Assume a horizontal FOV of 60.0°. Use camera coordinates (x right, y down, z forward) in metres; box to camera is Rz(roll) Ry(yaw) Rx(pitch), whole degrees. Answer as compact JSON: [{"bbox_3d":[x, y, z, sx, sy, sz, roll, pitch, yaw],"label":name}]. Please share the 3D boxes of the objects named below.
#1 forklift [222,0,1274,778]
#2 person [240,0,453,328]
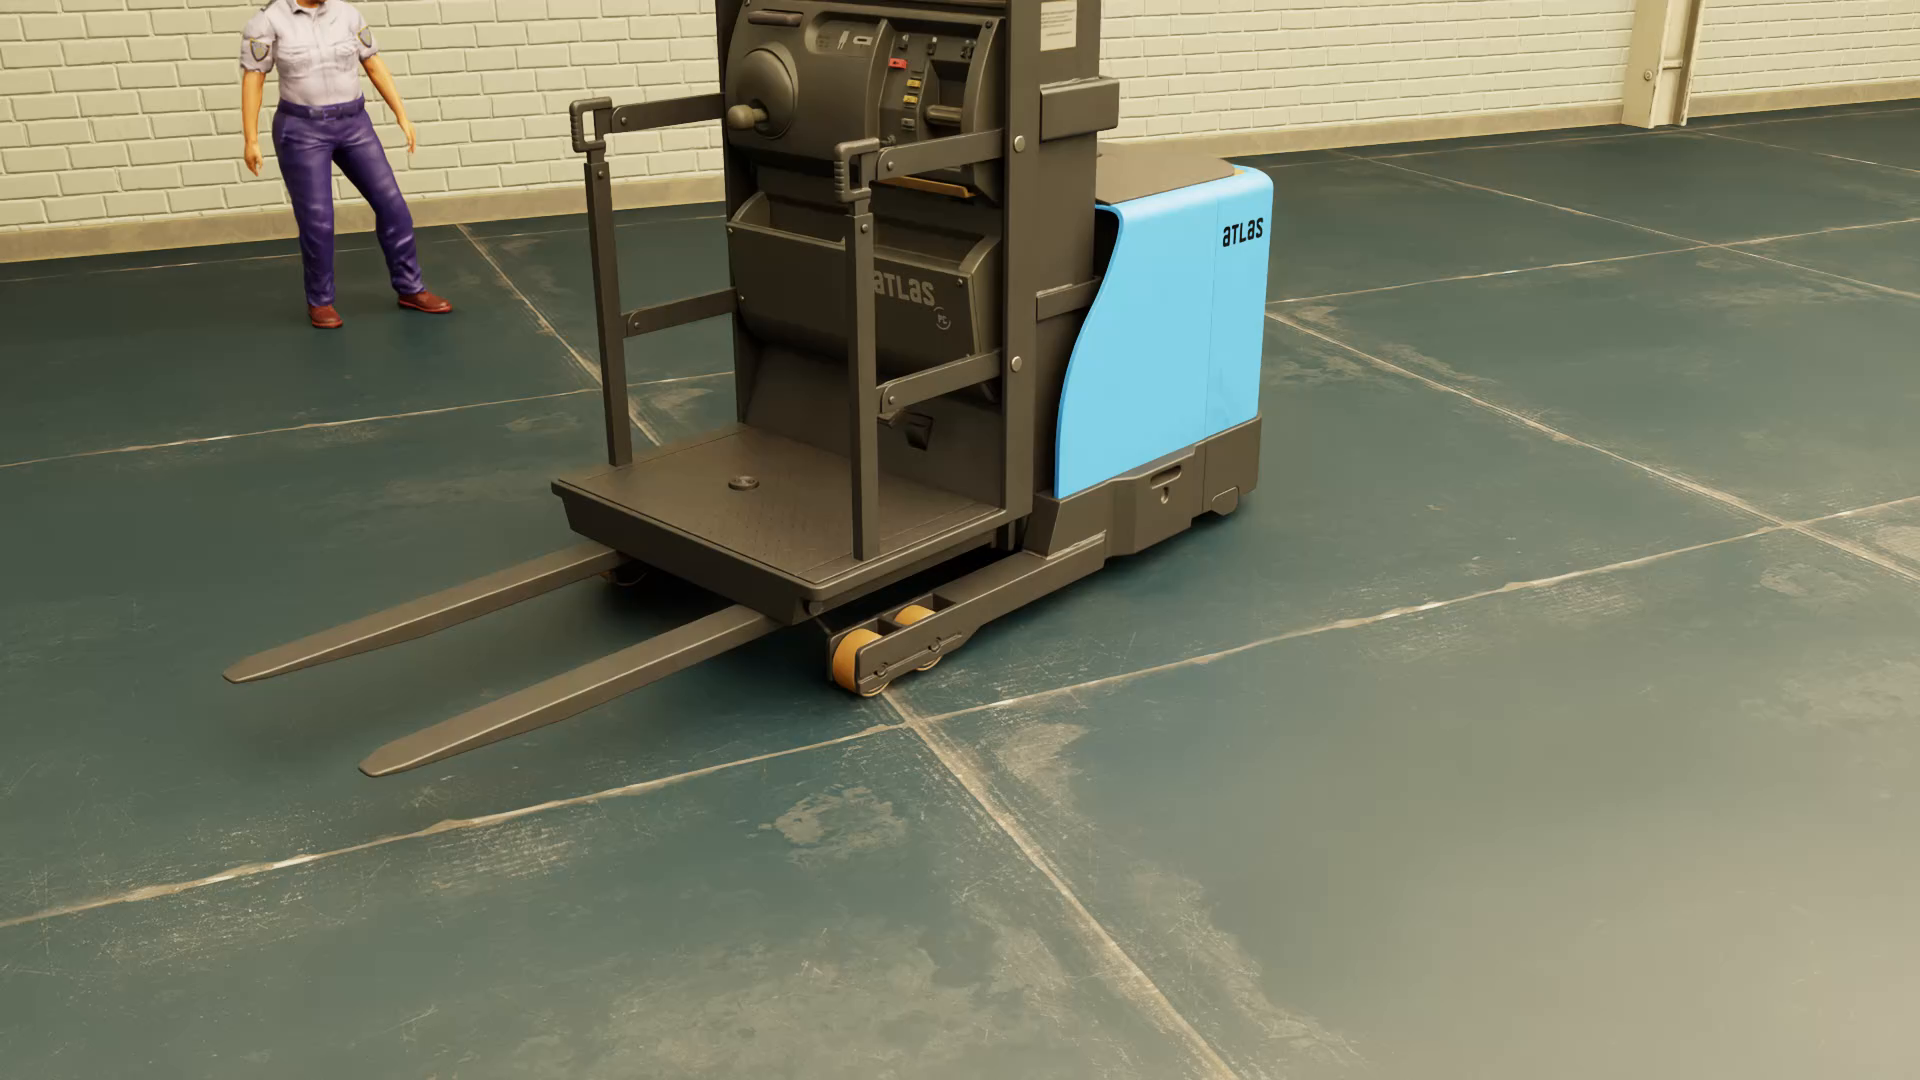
[{"bbox_3d":[-0.413,-1.182,4.131,1.130,2.935,3.031,19,29,39],"label":"forklift"},{"bbox_3d":[-2.716,-1.757,7.226,0.757,1.626,0.379,-18,29,-37],"label":"person"}]
